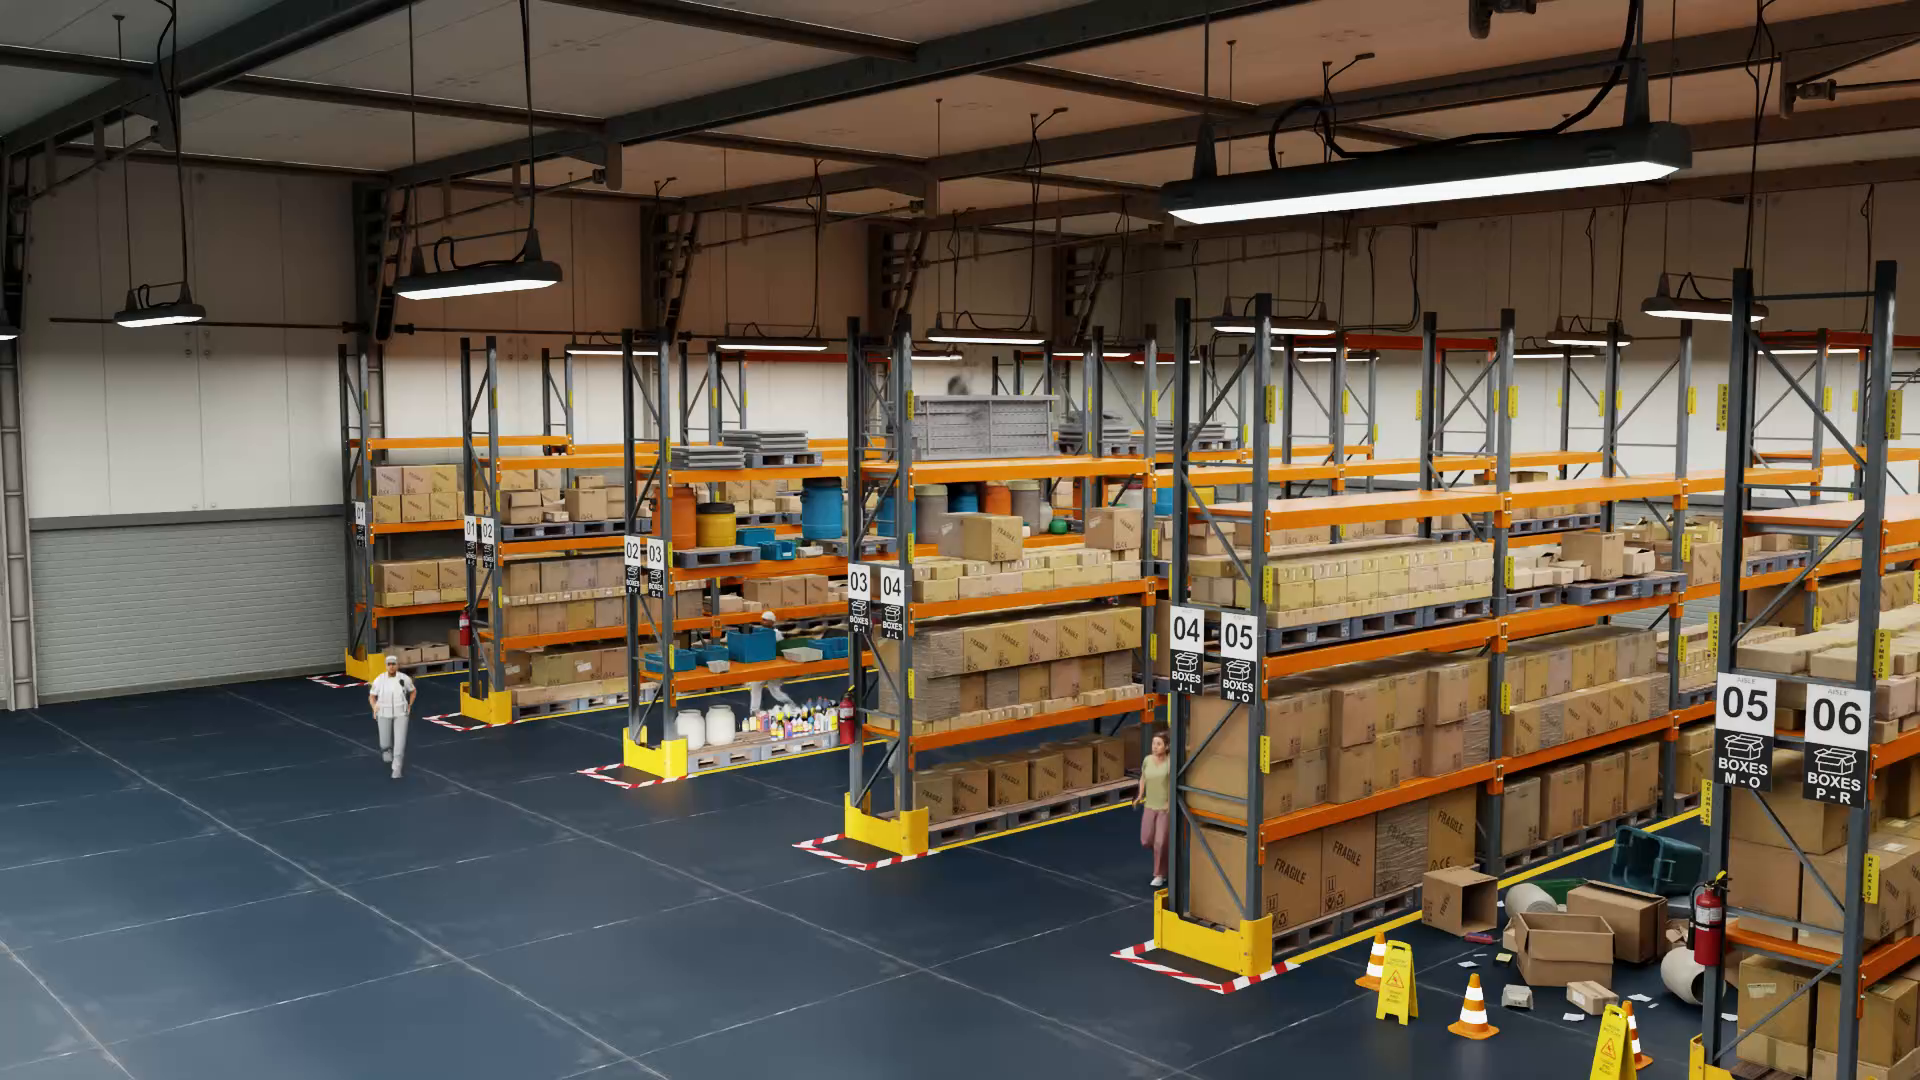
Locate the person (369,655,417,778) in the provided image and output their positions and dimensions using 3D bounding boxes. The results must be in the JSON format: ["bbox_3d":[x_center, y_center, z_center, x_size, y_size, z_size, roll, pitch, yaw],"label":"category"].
[{"bbox_3d":[-7.629,2.356,22.410,0.617,1.625,0.643,-2,5,-19],"label":"person"}]

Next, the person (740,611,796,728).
[{"bbox_3d":[-2.949,1.966,25.478,0.685,1.764,1.002,5,7,42],"label":"person"}]

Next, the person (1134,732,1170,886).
[{"bbox_3d":[2.139,2.802,17.481,0.571,1.618,0.584,4,6,34],"label":"person"}]

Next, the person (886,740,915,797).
[{"bbox_3d":[-0.802,2.416,20.982,0.564,1.727,0.635,-4,7,-39],"label":"person"}]
